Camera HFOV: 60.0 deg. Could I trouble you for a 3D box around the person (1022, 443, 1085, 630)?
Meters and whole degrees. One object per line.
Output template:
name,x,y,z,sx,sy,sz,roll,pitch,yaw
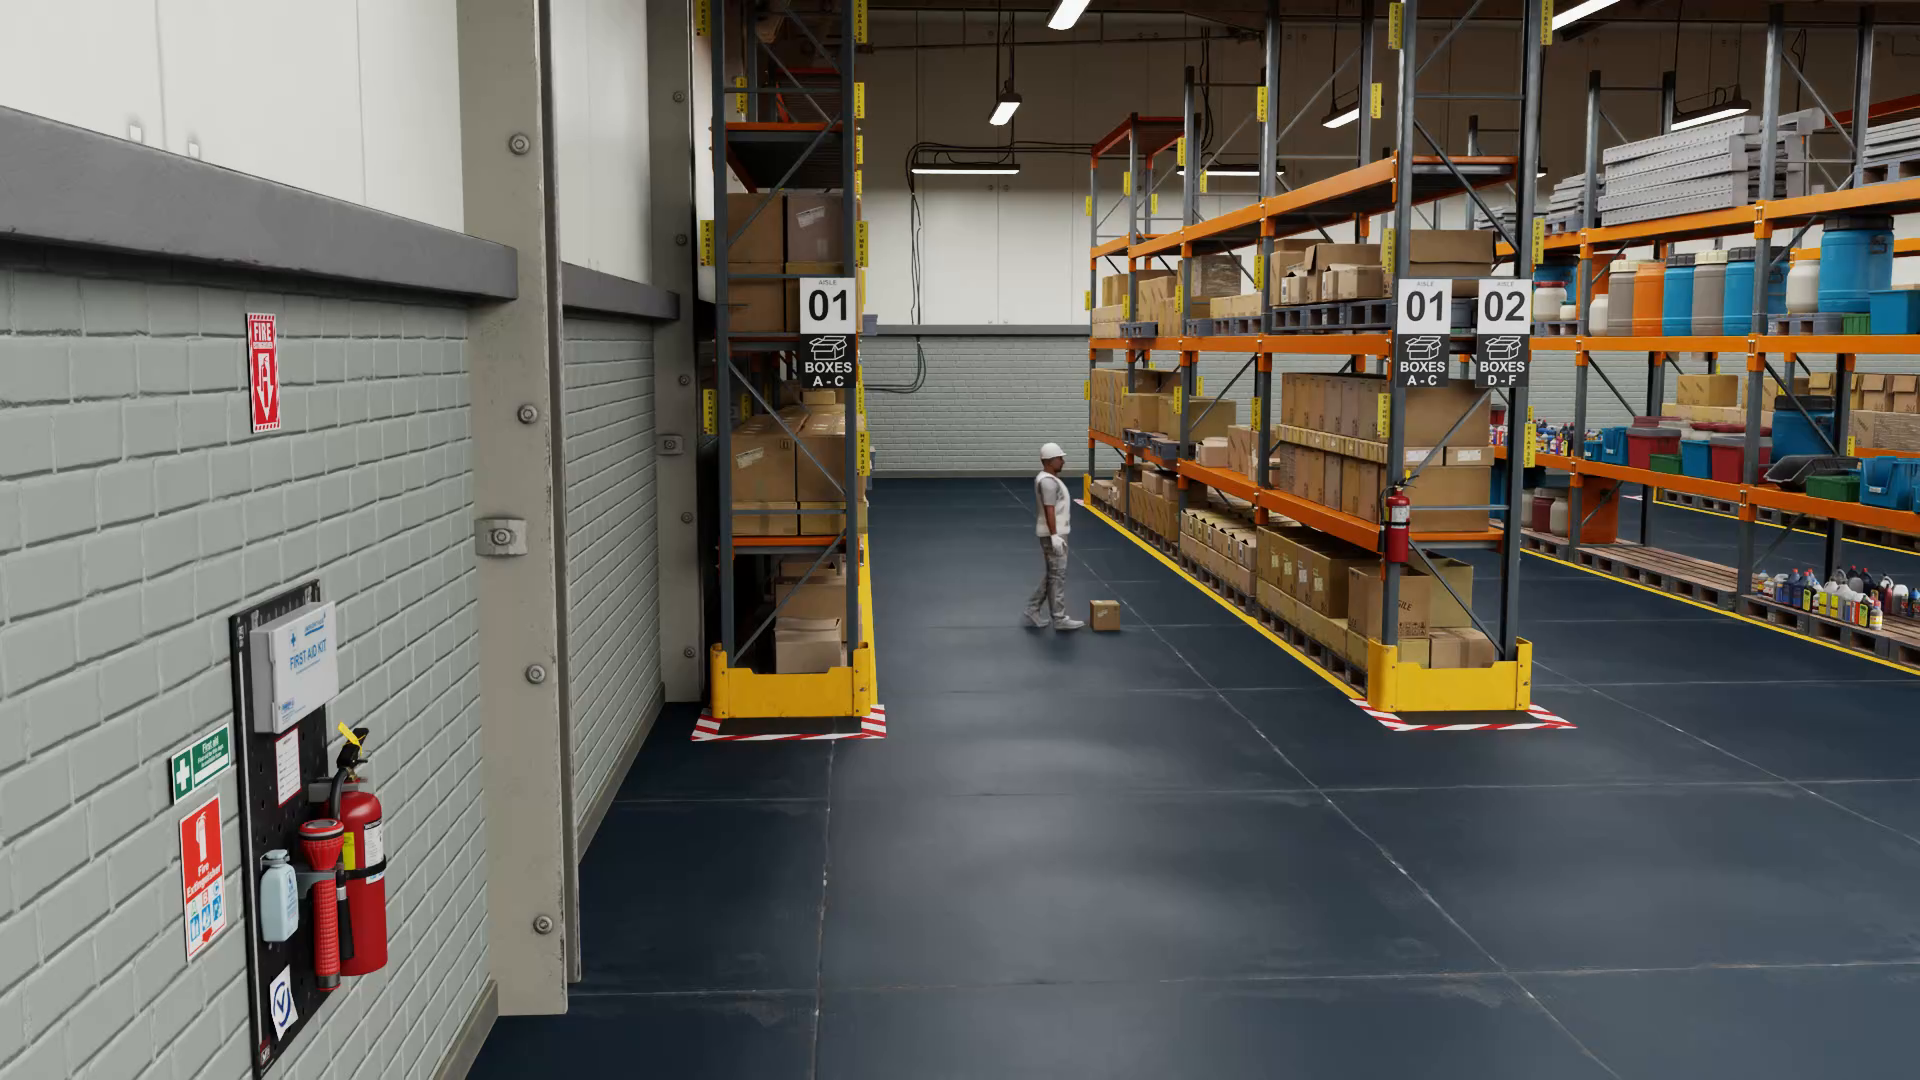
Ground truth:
person,0.898,-0.031,15.893,0.600,1.794,0.589,0,7,1
